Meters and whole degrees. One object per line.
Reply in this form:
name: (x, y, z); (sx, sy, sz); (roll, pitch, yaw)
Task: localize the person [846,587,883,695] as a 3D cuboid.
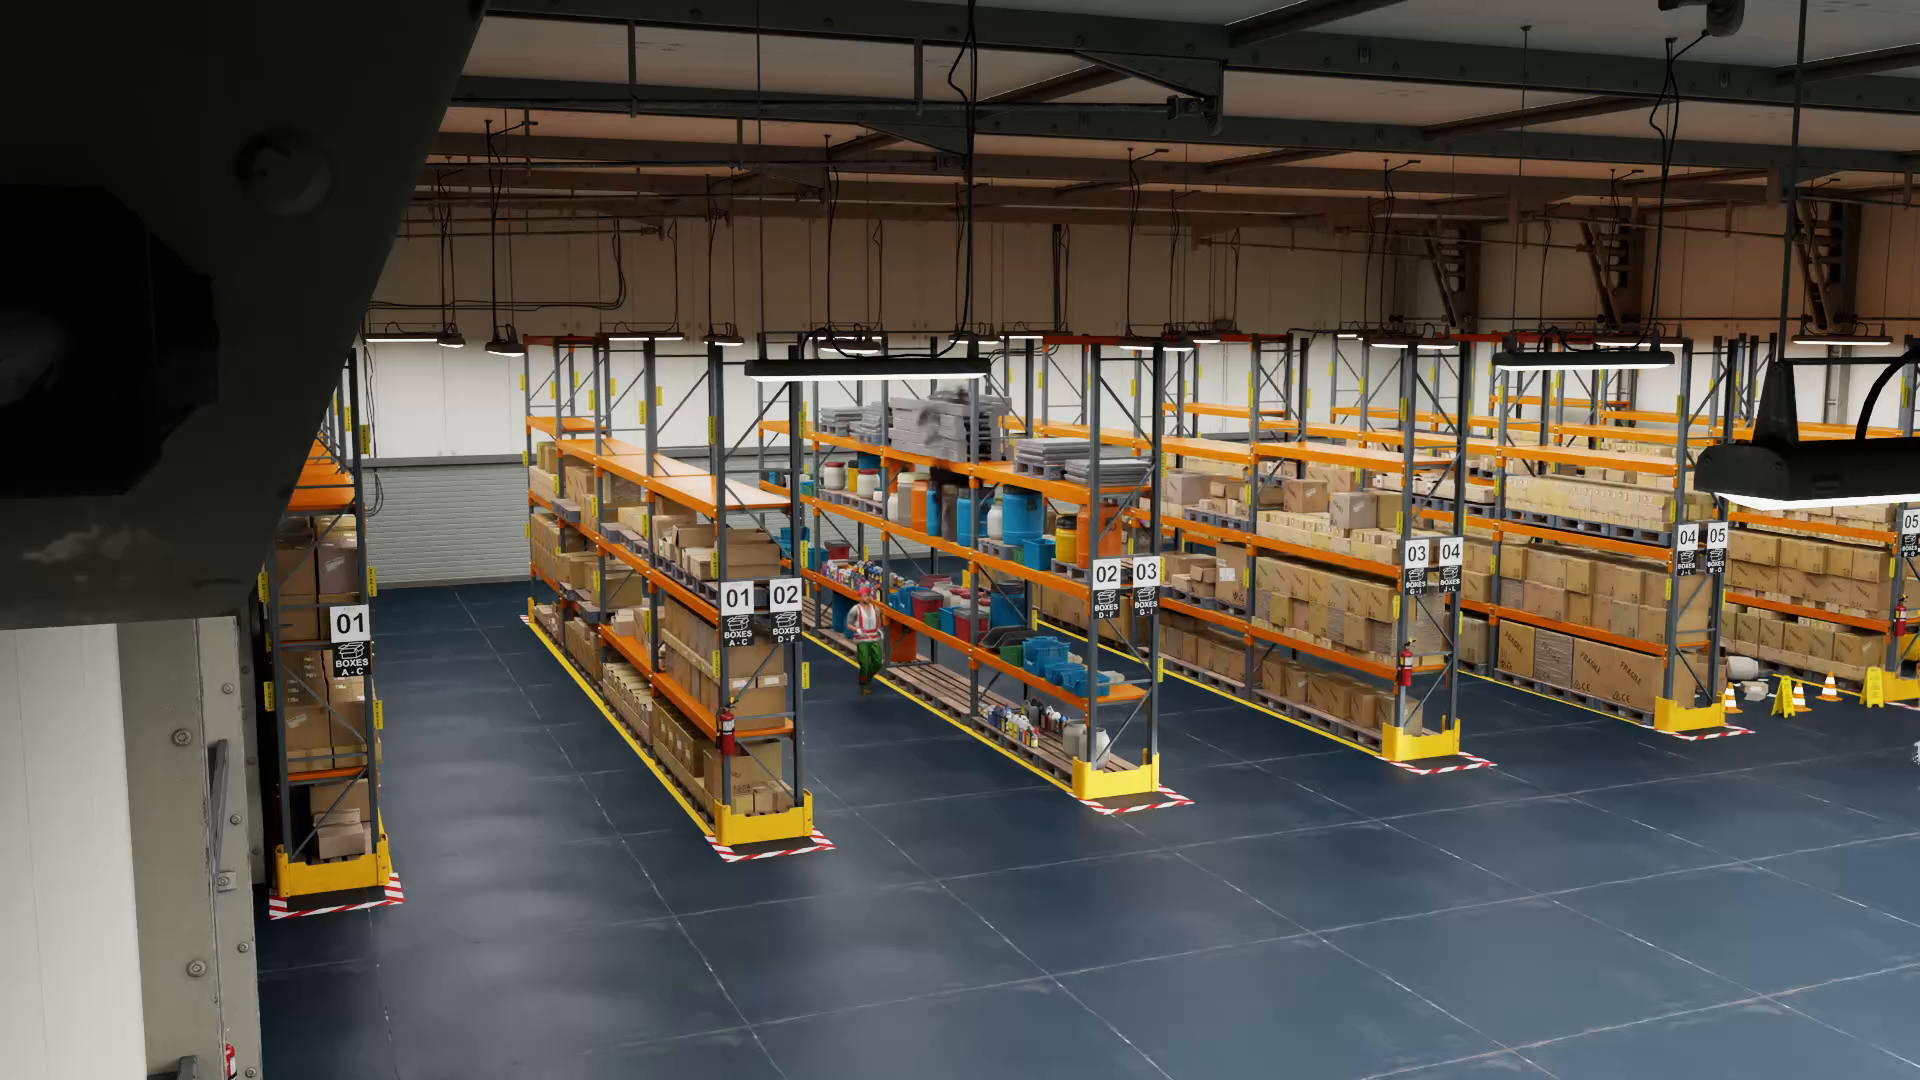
person: (-1.474, 1.632, 26.669); (0.648, 1.762, 0.564); (-4, 9, -28)

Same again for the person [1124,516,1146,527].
person: (4.262, -0.034, 41.486); (0.691, 1.782, 0.763); (-2, 8, -17)
